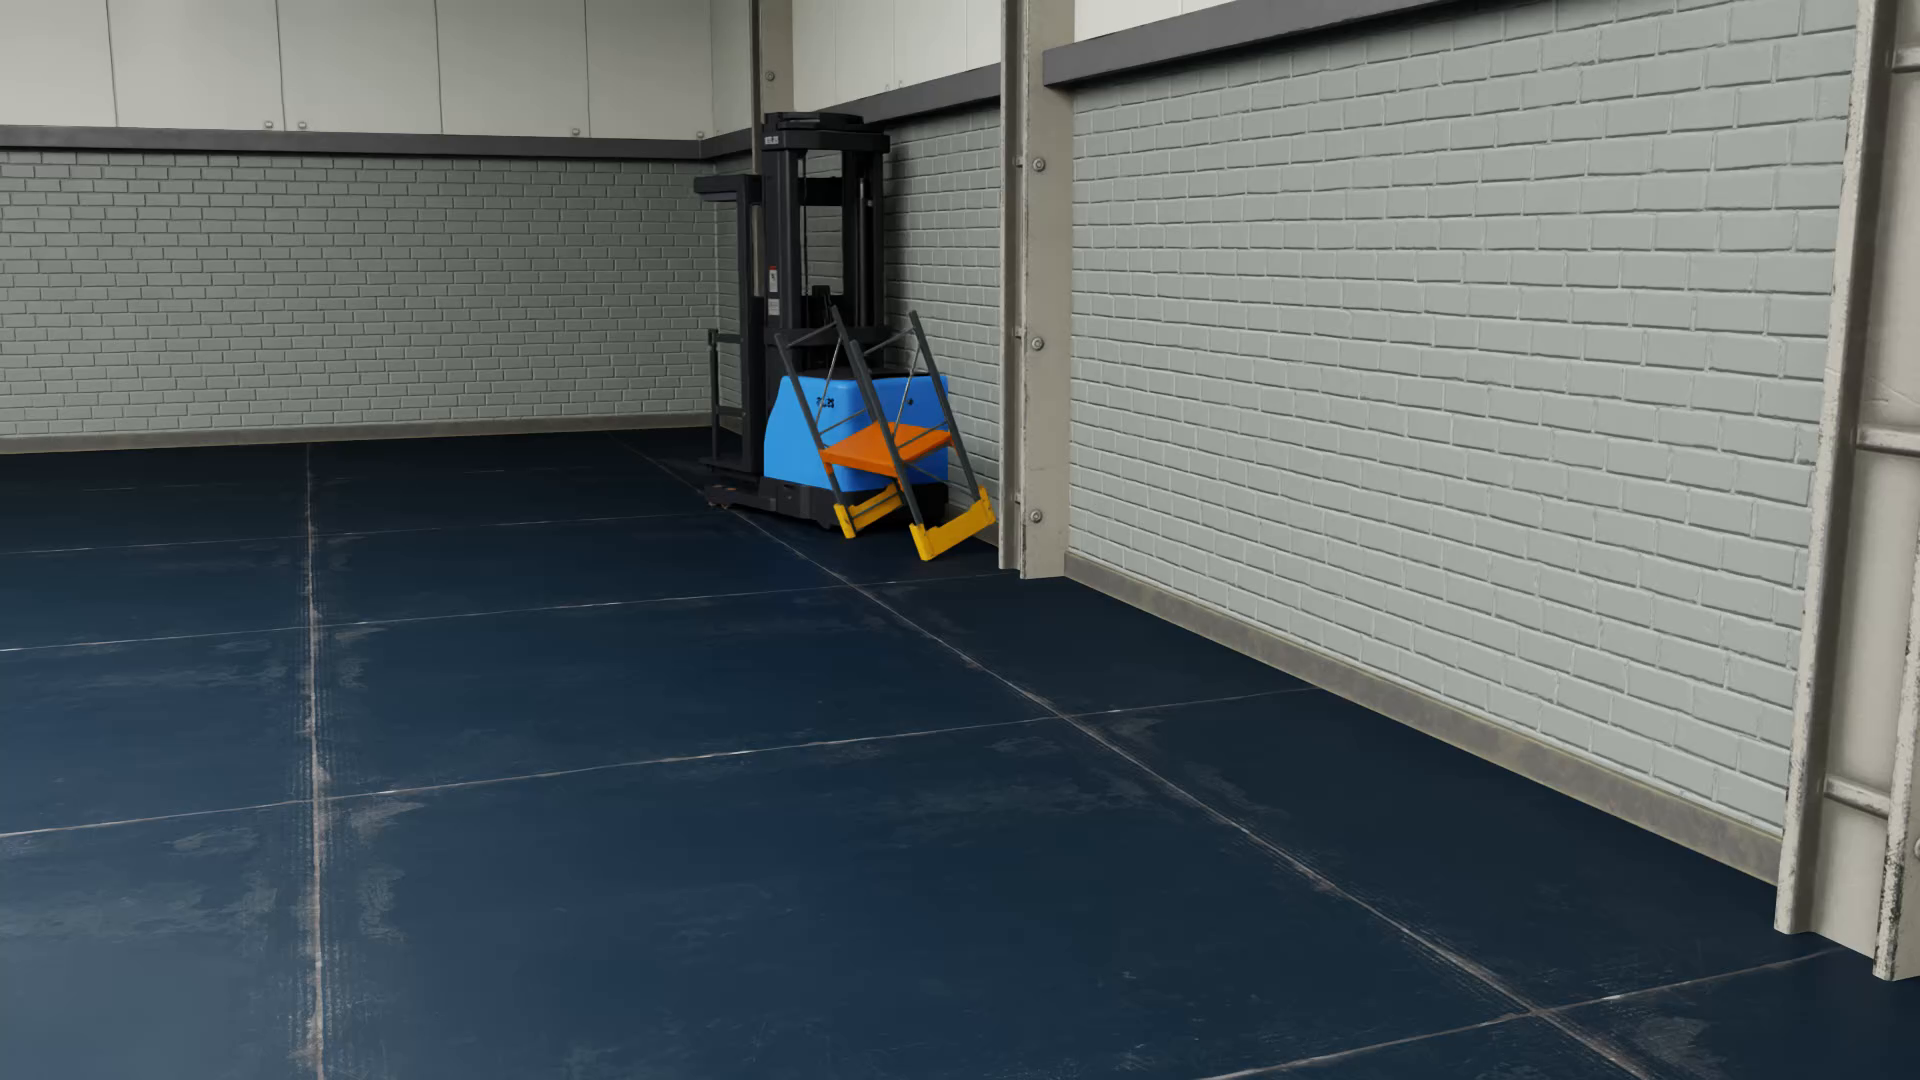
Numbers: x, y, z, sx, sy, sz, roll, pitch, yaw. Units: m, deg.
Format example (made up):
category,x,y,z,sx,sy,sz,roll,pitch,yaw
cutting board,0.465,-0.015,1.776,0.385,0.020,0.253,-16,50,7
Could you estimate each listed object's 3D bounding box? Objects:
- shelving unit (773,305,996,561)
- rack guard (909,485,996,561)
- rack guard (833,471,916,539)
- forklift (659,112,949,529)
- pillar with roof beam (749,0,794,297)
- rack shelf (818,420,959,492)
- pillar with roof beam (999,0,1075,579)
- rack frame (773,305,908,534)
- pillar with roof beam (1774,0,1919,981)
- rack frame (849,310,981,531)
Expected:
category,x,y,z,sx,sy,sz,roll,pitch,yaw
shelving unit,-0.512,-0.732,10.925,0.587,1.500,1.083,-30,24,-26
rack guard,-0.044,-0.112,10.740,0.587,0.250,0.087,-30,24,-26
rack guard,-0.588,-0.255,11.562,0.587,0.250,0.087,-30,24,-26
forklift,-1.327,-1.725,12.750,1.130,2.935,3.031,-8,13,-38
pillar with roof beam,-5.731,-4.941,13.505,9.100,9.000,0.400,-4,11,-21
rack shelf,-0.461,-0.575,10.998,0.538,0.185,1.000,-30,24,-26
pillar with roof beam,-3.557,-3.962,7.999,9.100,9.000,0.400,-4,11,-21
rack frame,-0.795,-0.806,11.352,0.500,1.500,0.032,-30,24,-26
pillar with roof beam,-1.382,-2.983,2.493,9.100,9.000,0.400,-4,11,-21
rack frame,-0.240,-0.660,10.513,0.500,1.500,0.032,-30,24,-26
